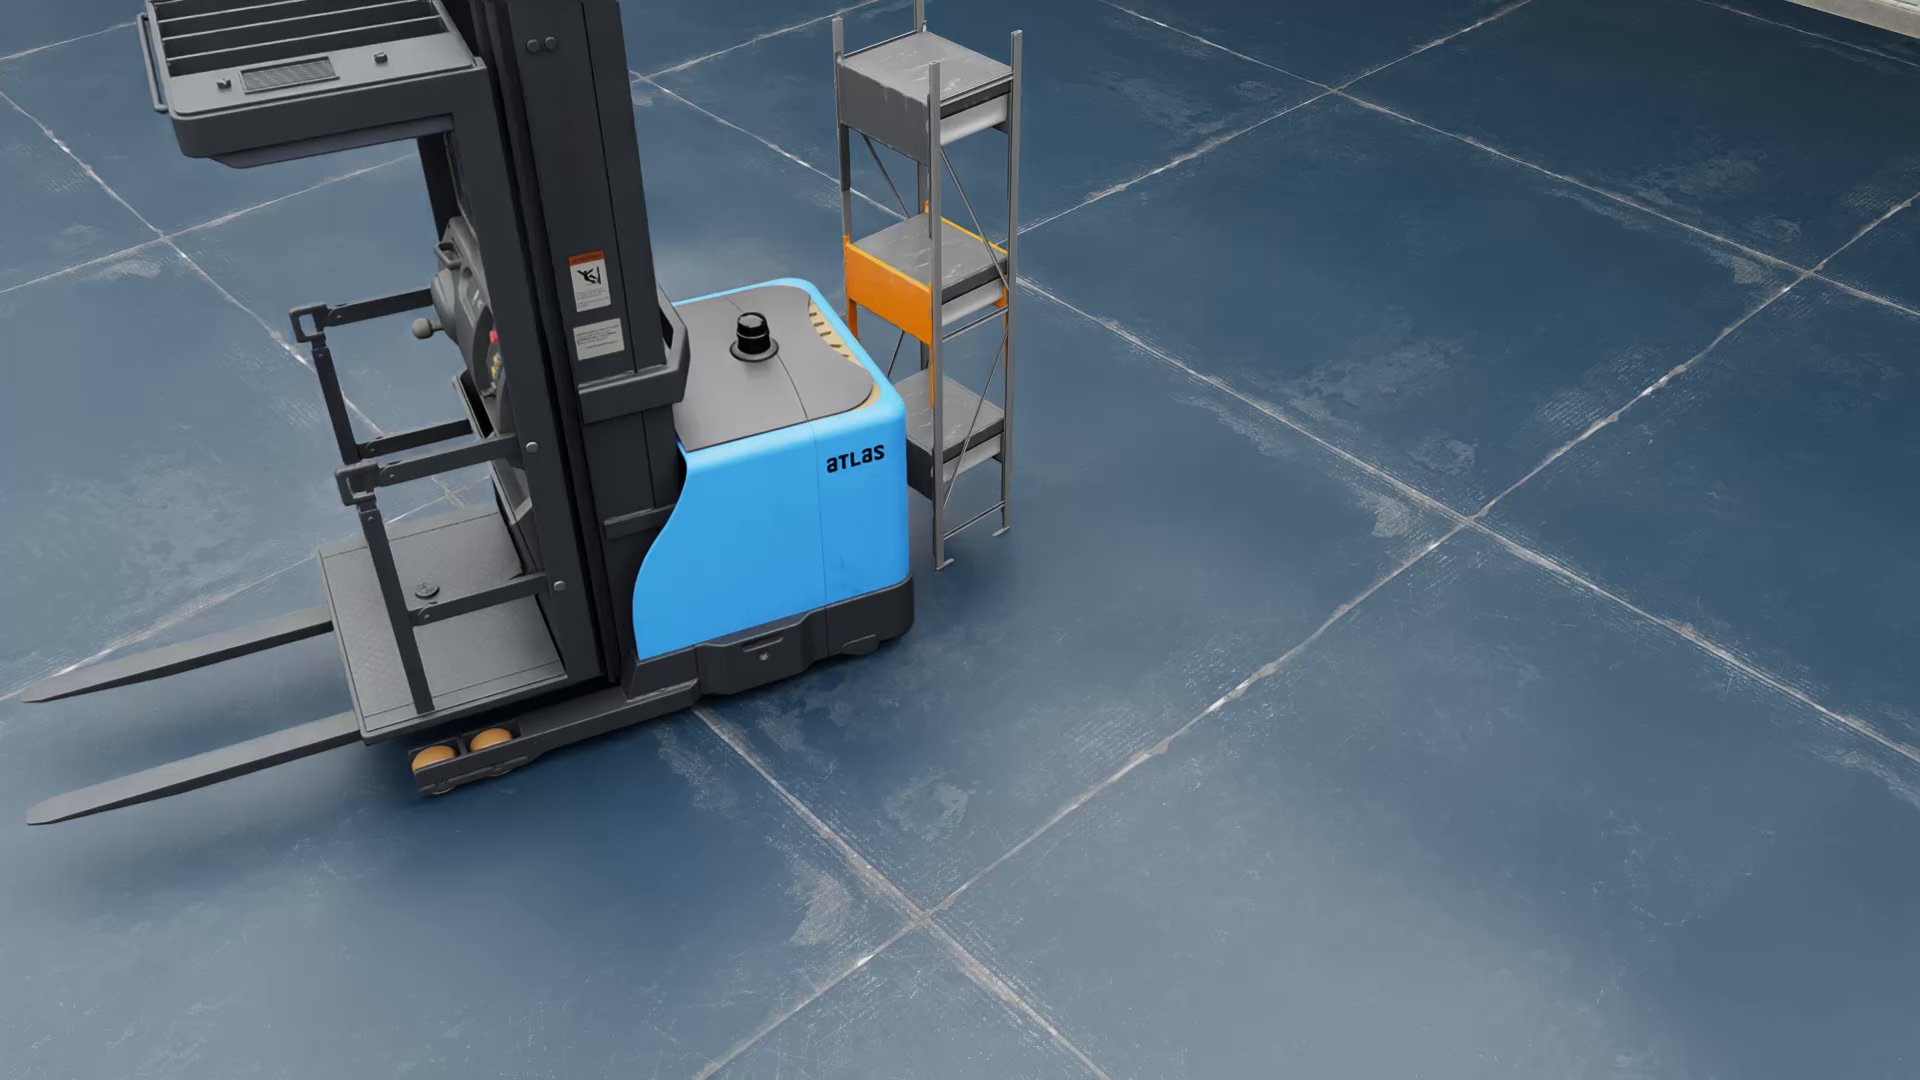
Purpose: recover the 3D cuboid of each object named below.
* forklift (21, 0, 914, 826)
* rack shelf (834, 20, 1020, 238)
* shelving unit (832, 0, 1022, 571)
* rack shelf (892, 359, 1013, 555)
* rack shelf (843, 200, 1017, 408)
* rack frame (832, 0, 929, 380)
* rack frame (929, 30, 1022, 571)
[{"bbox_3d":[-1.732,-0.653,5.226,3.031,2.935,1.130,-16,42,-19],"label":"forklift"},{"bbox_3d":[-0.112,-1.427,5.754,0.431,0.518,0.480,-30,48,-32],"label":"rack shelf"},{"bbox_3d":[-0.112,-0.893,6.185,0.431,2.100,0.503,-30,48,-32],"label":"shelving unit"},{"bbox_3d":[-0.112,-0.338,6.634,0.431,0.518,0.480,-30,48,-32],"label":"rack shelf"},{"bbox_3d":[-0.112,-0.883,6.194,0.431,0.518,0.480,-30,48,-32],"label":"rack shelf"},{"bbox_3d":[-0.277,-1.006,6.325,0.400,2.100,0.015,-30,48,-32],"label":"rack frame"},{"bbox_3d":[0.053,-0.781,6.045,0.400,2.100,0.015,-30,48,-32],"label":"rack frame"}]
